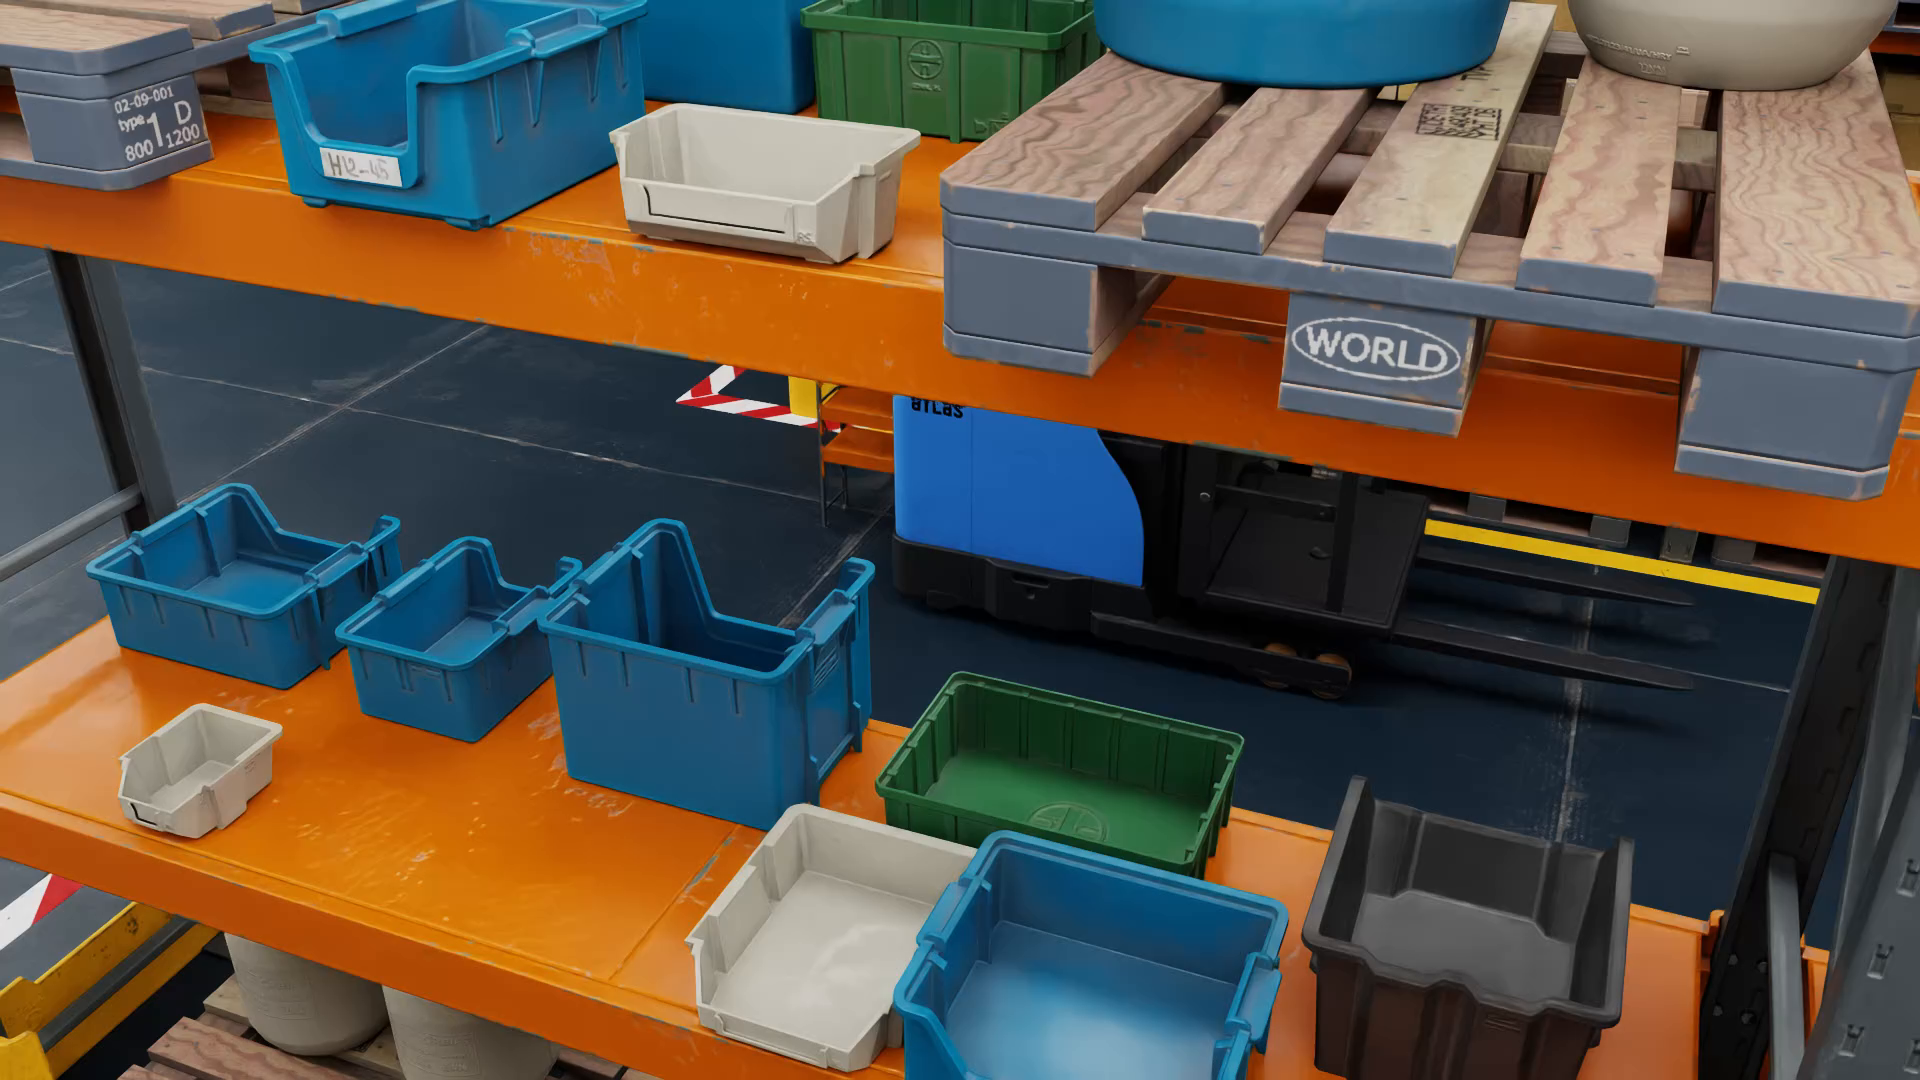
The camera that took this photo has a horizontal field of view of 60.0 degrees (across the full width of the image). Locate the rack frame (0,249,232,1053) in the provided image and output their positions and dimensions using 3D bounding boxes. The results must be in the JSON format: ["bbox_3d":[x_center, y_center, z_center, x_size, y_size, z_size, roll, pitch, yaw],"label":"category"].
[{"bbox_3d":[-2.342,0.082,4.057,0.127,3.000,1.000,11,31,19],"label":"rack frame"}]

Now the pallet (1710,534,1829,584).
[{"bbox_3d":[3.927,-0.104,7.219,1.213,0.211,1.003,11,31,19],"label":"pallet"}]

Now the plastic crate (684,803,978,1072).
[{"bbox_3d":[-0.236,0.752,3.140,0.437,0.136,0.530,11,31,19],"label":"plastic crate"}]

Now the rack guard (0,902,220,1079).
[{"bbox_3d":[-2.254,1.163,4.685,0.348,0.500,1.175,11,31,19],"label":"rack guard"}]

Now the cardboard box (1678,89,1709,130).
[{"bbox_3d":[2.897,-1.715,6.474,0.250,0.149,0.380,11,31,19],"label":"cardboard box"}]

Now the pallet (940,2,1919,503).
[{"bbox_3d":[0.659,-0.491,2.213,1.003,0.211,1.213,11,31,19],"label":"pallet"}]

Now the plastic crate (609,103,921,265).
[{"bbox_3d":[-0.275,-0.482,2.274,0.396,0.136,0.243,11,31,19],"label":"plastic crate"}]

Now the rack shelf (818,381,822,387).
[{"bbox_3d":[-0.330,-0.721,6.988,0.480,0.148,0.258,11,31,19],"label":"rack shelf"}]

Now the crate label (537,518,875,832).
[{"bbox_3d":[-0.535,0.284,3.664,0.616,0.435,0.502,11,31,19],"label":"crate label"}]

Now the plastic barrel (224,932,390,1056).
[{"bbox_3d":[-1.704,1.069,4.412,0.421,0.512,0.421,0,29,0],"label":"plastic barrel"}]

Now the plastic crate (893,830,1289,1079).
[{"bbox_3d":[0.236,0.806,2.928,0.616,0.251,0.499,11,31,19],"label":"plastic crate"}]

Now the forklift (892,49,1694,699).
[{"bbox_3d":[1.297,-0.980,6.005,3.031,2.935,1.130,11,31,19],"label":"forklift"}]

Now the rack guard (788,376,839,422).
[{"bbox_3d":[-0.499,-1.092,8.674,0.348,0.500,1.175,11,31,19],"label":"rack guard"}]

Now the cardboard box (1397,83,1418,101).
[{"bbox_3d":[1.955,-1.904,6.809,0.250,0.149,0.380,11,31,19],"label":"cardboard box"}]

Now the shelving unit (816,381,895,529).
[{"bbox_3d":[-0.330,-0.585,7.065,0.503,1.200,0.258,11,31,19],"label":"shelving unit"}]

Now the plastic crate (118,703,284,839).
[{"bbox_3d":[-1.634,0.509,3.569,0.250,0.136,0.298,11,31,19],"label":"plastic crate"}]

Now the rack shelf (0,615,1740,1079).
[{"bbox_3d":[-0.489,0.765,3.579,4.000,0.370,1.077,11,31,19],"label":"rack shelf"}]

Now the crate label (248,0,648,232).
[{"bbox_3d":[-0.732,-0.662,2.476,0.408,0.251,0.502,11,31,19],"label":"crate label"}]

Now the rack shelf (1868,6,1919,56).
[{"bbox_3d":[6.942,-3.012,10.262,4.000,0.370,1.077,11,31,19],"label":"rack shelf"}]

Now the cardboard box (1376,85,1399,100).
[{"bbox_3d":[1.721,-1.950,6.891,0.250,0.149,0.380,12,32,21],"label":"cardboard box"}]

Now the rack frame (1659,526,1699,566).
[{"bbox_3d":[3.230,-1.436,6.742,0.127,3.000,1.000,11,31,19],"label":"rack frame"}]

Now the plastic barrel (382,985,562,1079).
[{"bbox_3d":[-1.239,1.162,4.248,0.421,0.512,0.421,0,29,0],"label":"plastic barrel"}]

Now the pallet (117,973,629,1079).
[{"bbox_3d":[-1.504,1.441,4.486,1.213,0.211,1.003,11,31,19],"label":"pallet"}]

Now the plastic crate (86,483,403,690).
[{"bbox_3d":[-1.766,0.103,4.171,0.616,0.251,0.499,11,31,19],"label":"plastic crate"}]

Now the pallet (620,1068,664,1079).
[{"bbox_3d":[-0.377,1.668,4.085,1.213,0.211,1.003,11,31,19],"label":"pallet"}]

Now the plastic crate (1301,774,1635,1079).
[{"bbox_3d":[0.927,0.694,3.037,0.504,0.338,0.767,11,31,19],"label":"plastic crate"}]

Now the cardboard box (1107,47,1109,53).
[{"bbox_3d":[0.763,-2.141,7.229,0.250,0.149,0.380,10,31,17],"label":"cardboard box"}]

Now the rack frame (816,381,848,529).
[{"bbox_3d":[-0.557,-0.629,7.143,0.015,1.200,0.240,11,31,19],"label":"rack frame"}]

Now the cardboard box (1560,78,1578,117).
[{"bbox_3d":[2.425,-1.809,6.640,0.250,0.149,0.380,10,31,18],"label":"cardboard box"}]

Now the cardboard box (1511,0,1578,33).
[{"bbox_3d":[2.348,-2.216,6.703,0.500,0.500,0.700,11,31,19],"label":"cardboard box"}]

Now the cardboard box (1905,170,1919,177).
[{"bbox_3d":[3.703,-1.300,6.653,0.500,0.250,0.500,13,32,22],"label":"cardboard box"}]

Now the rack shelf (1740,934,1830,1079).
[{"bbox_3d":[3.217,1.505,2.270,4.000,0.370,1.077,11,31,19],"label":"rack shelf"}]

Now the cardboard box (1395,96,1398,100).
[{"bbox_3d":[1.862,-1.748,7.193,0.500,0.500,0.700,12,32,20],"label":"cardboard box"}]

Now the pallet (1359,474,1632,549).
[{"bbox_3d":[2.509,-0.388,7.722,1.213,0.211,1.003,11,31,19],"label":"pallet"}]

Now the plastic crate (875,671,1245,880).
[{"bbox_3d":[0.212,0.534,3.472,0.662,0.188,0.450,11,31,19],"label":"plastic crate"}]

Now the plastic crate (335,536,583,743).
[{"bbox_3d":[-1.167,0.225,3.954,0.408,0.251,0.499,11,31,19],"label":"plastic crate"}]

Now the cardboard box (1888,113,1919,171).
[{"bbox_3d":[6.275,-2.597,10.890,0.500,0.500,0.700,11,31,18],"label":"cardboard box"}]

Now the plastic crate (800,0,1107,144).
[{"bbox_3d":[0.004,-0.808,2.798,0.450,0.188,0.336,11,31,19],"label":"plastic crate"}]

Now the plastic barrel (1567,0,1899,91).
[{"bbox_3d":[1.039,-0.885,2.178,0.421,0.512,0.421,0,29,0],"label":"plastic barrel"}]

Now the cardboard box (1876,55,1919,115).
[{"bbox_3d":[6.187,-2.917,10.693,0.500,0.250,0.500,11,31,18],"label":"cardboard box"}]

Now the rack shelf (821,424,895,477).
[{"bbox_3d":[-0.330,-0.353,7.196,0.480,0.148,0.258,11,31,19],"label":"rack shelf"}]

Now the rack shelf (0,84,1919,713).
[{"bbox_3d":[-0.489,-0.541,2.841,4.000,0.370,1.077,11,31,19],"label":"rack shelf"}]

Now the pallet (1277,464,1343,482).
[{"bbox_3d":[1.374,-0.613,8.120,1.213,0.211,1.003,11,31,19],"label":"pallet"}]

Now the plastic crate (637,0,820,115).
[{"bbox_3d":[-0.462,-1.002,2.941,0.575,0.384,0.392,11,31,19],"label":"plastic crate"}]

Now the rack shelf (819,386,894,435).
[{"bbox_3d":[-0.330,-0.526,7.098,0.480,0.148,0.258,11,31,19],"label":"rack shelf"}]

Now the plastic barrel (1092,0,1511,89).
[{"bbox_3d":[0.482,-1.118,2.195,0.708,0.901,0.600,11,31,19],"label":"plastic barrel"}]

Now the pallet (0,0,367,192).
[{"bbox_3d":[-1.613,-0.944,3.016,1.213,0.211,1.003,11,31,19],"label":"pallet"}]

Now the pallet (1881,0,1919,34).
[{"bbox_3d":[5.742,-3.404,10.419,1.213,0.211,1.003,11,31,19],"label":"pallet"}]
